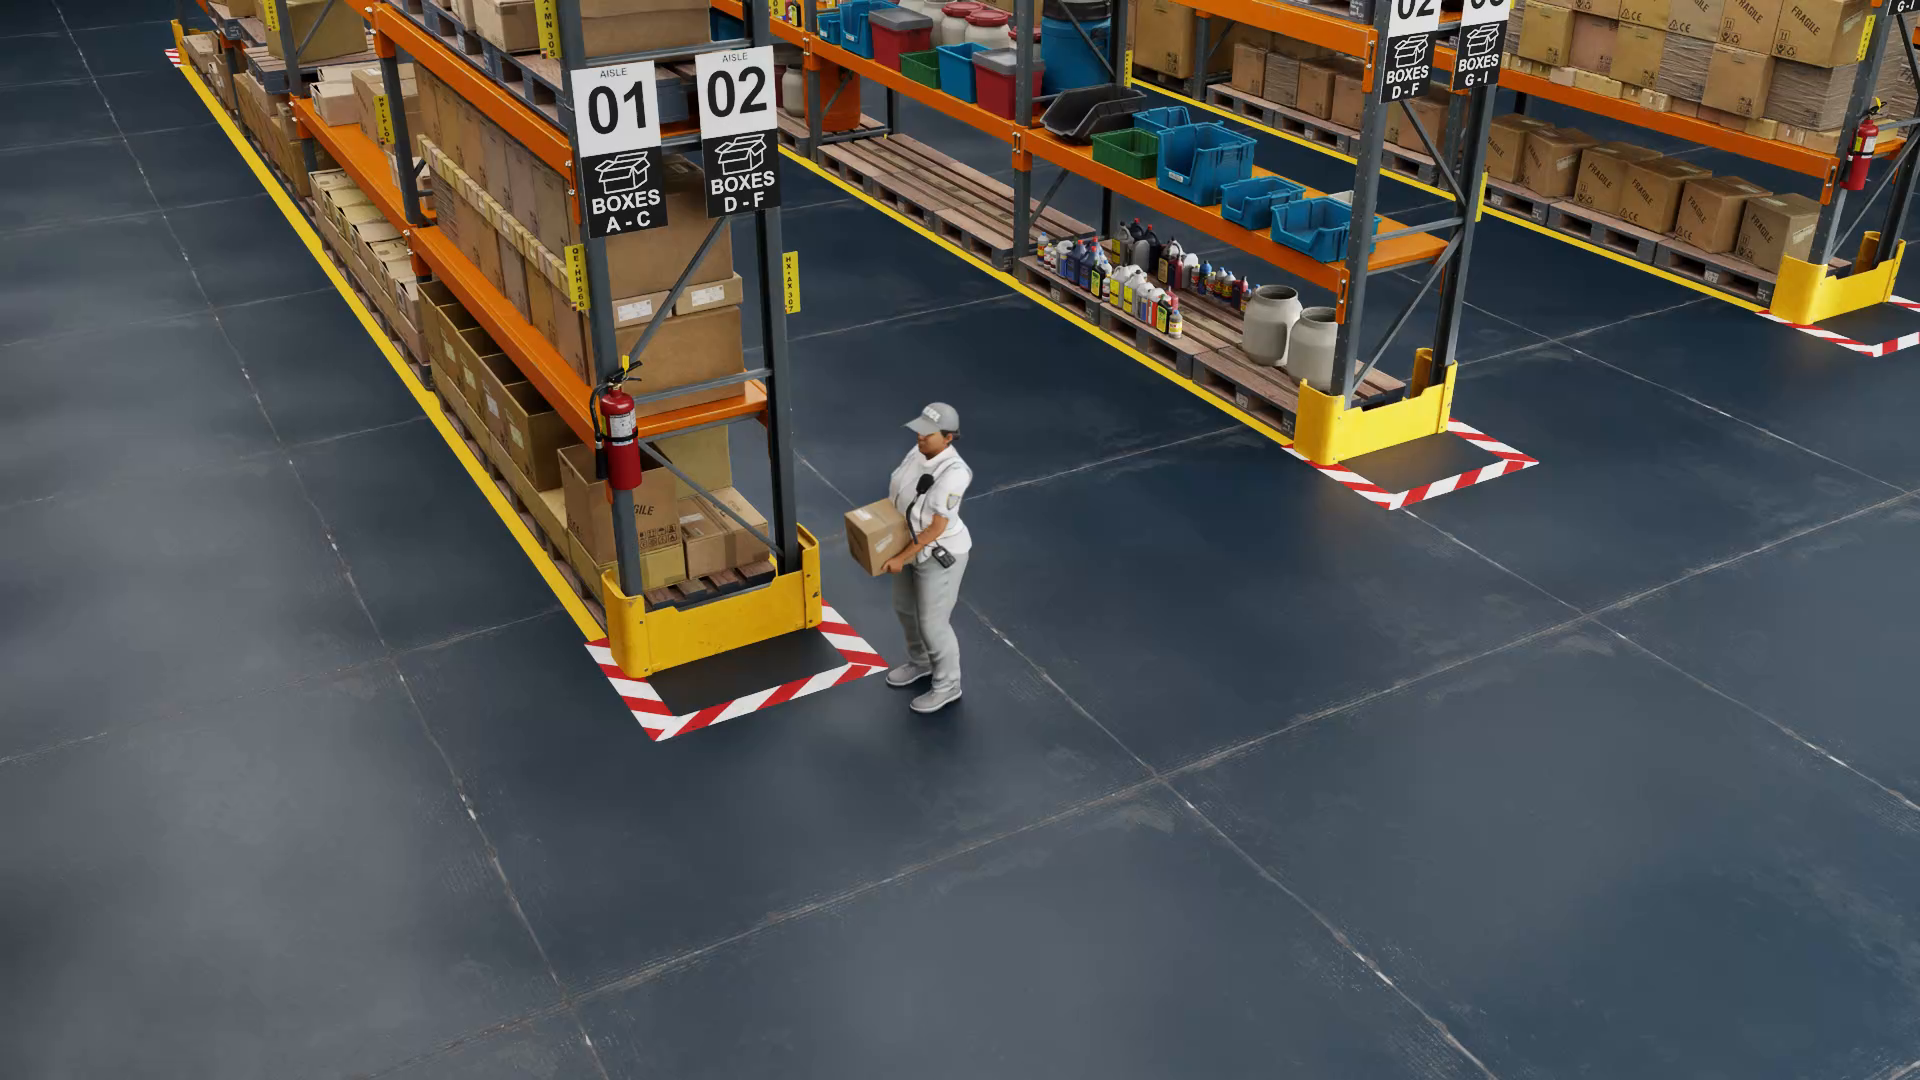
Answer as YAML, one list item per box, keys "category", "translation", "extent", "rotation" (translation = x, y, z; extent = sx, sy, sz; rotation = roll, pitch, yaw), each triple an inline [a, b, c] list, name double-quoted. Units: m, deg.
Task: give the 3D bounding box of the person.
- category: "person"
  translation: [-0.222, 0.087, 8.408]
  extent: [0.535, 1.654, 0.452]
  rotation: [-15, 33, -25]
